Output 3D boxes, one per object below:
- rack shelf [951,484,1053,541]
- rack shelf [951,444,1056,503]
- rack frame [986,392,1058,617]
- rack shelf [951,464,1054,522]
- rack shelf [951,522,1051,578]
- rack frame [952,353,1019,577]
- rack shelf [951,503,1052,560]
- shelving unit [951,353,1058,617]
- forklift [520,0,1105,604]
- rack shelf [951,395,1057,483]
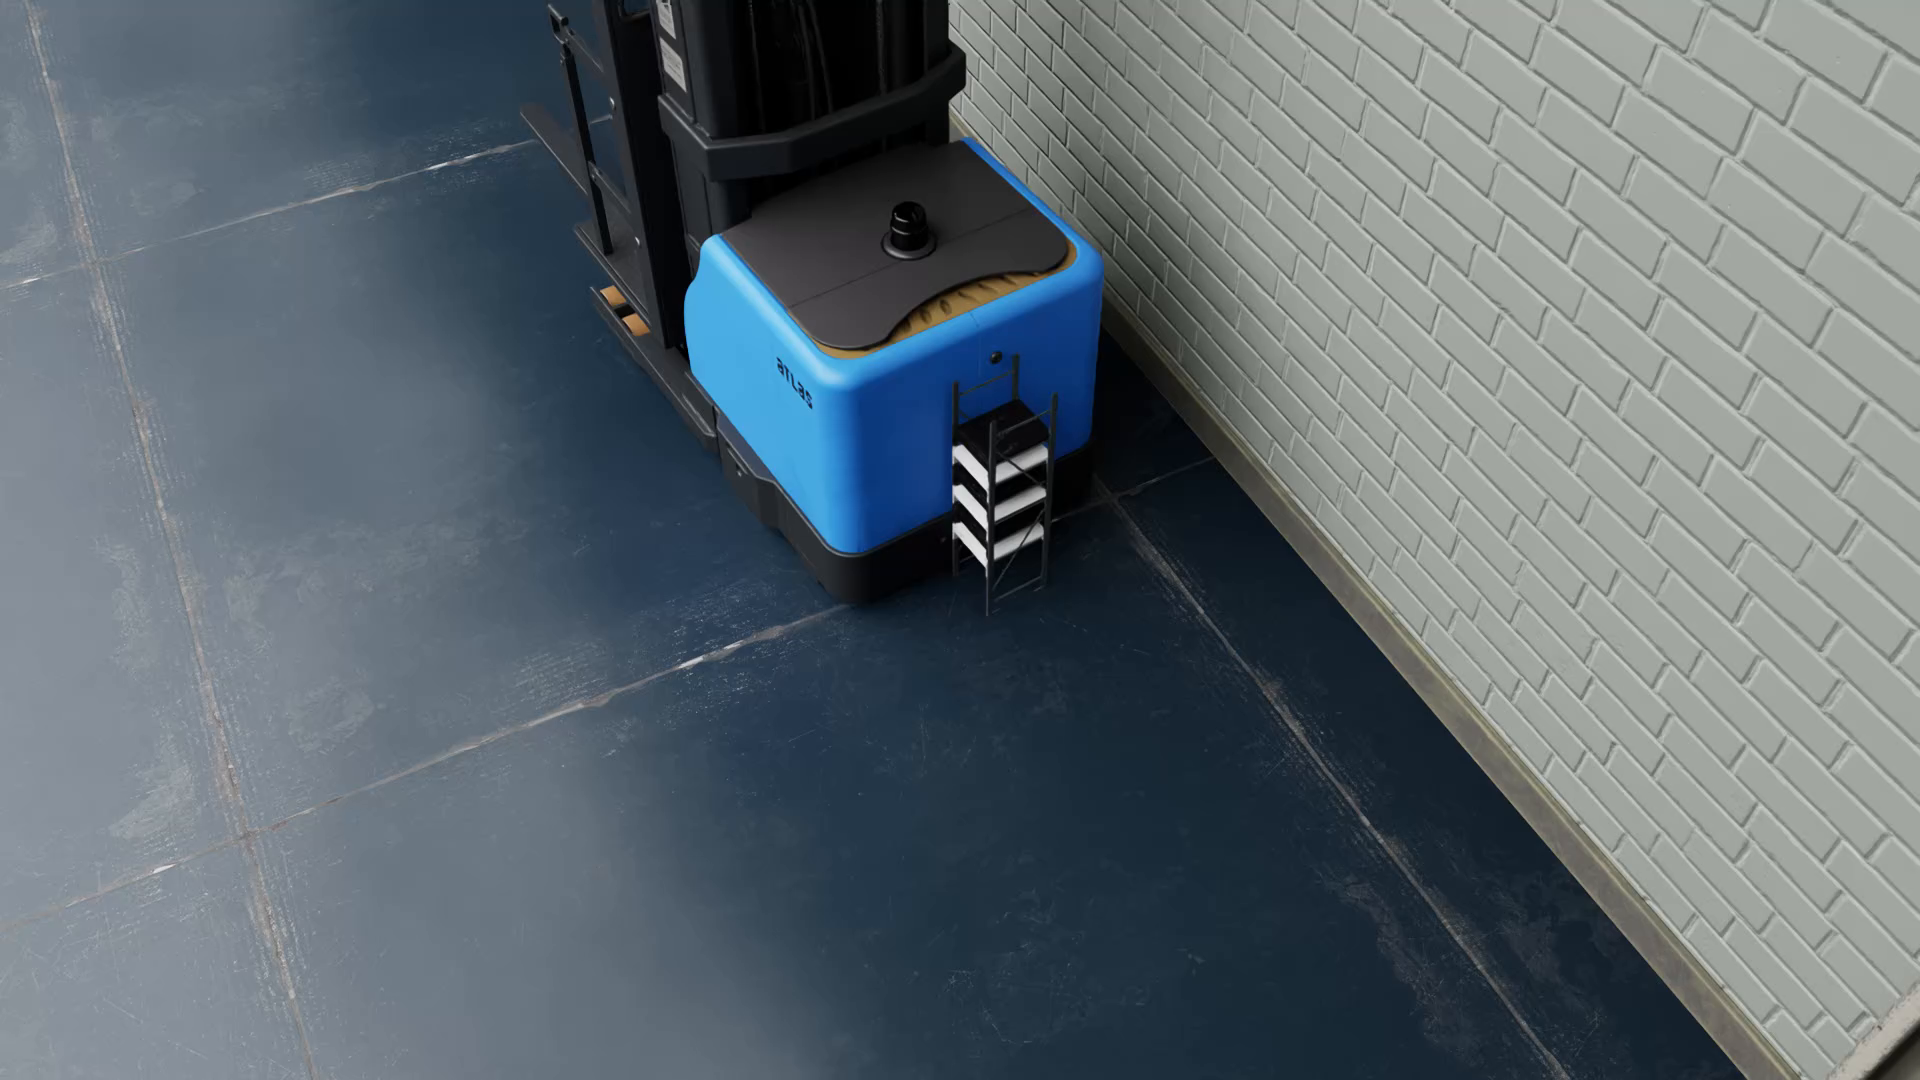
[{"bbox_3d":[0.134,-0.135,5.314,0.258,0.077,0.200,-26,54,-21],"label":"rack shelf"},{"bbox_3d":[0.134,-0.253,5.179,0.258,0.077,0.200,-26,54,-21],"label":"rack shelf"},{"bbox_3d":[0.190,-0.093,5.233,0.240,0.900,0.006,-26,54,-21],"label":"rack frame"},{"bbox_3d":[0.134,-0.194,5.246,0.258,0.077,0.200,-26,54,-21],"label":"rack shelf"},{"bbox_3d":[0.134,-0.016,5.450,0.258,0.077,0.200,-26,54,-21],"label":"rack shelf"},{"bbox_3d":[0.078,-0.221,5.345,0.240,0.900,0.006,-26,54,-21],"label":"rack frame"},{"bbox_3d":[0.134,-0.075,5.382,0.258,0.077,0.200,-26,54,-21],"label":"rack shelf"},{"bbox_3d":[0.134,-0.157,5.289,0.258,0.900,0.210,-26,54,-21],"label":"shelving unit"},{"bbox_3d":[-0.764,-1.845,5.417,1.130,2.935,3.031,-26,54,-21],"label":"forklift"},{"bbox_3d":[0.134,-0.312,5.111,0.258,0.077,0.200,-26,54,-21],"label":"rack shelf"}]
